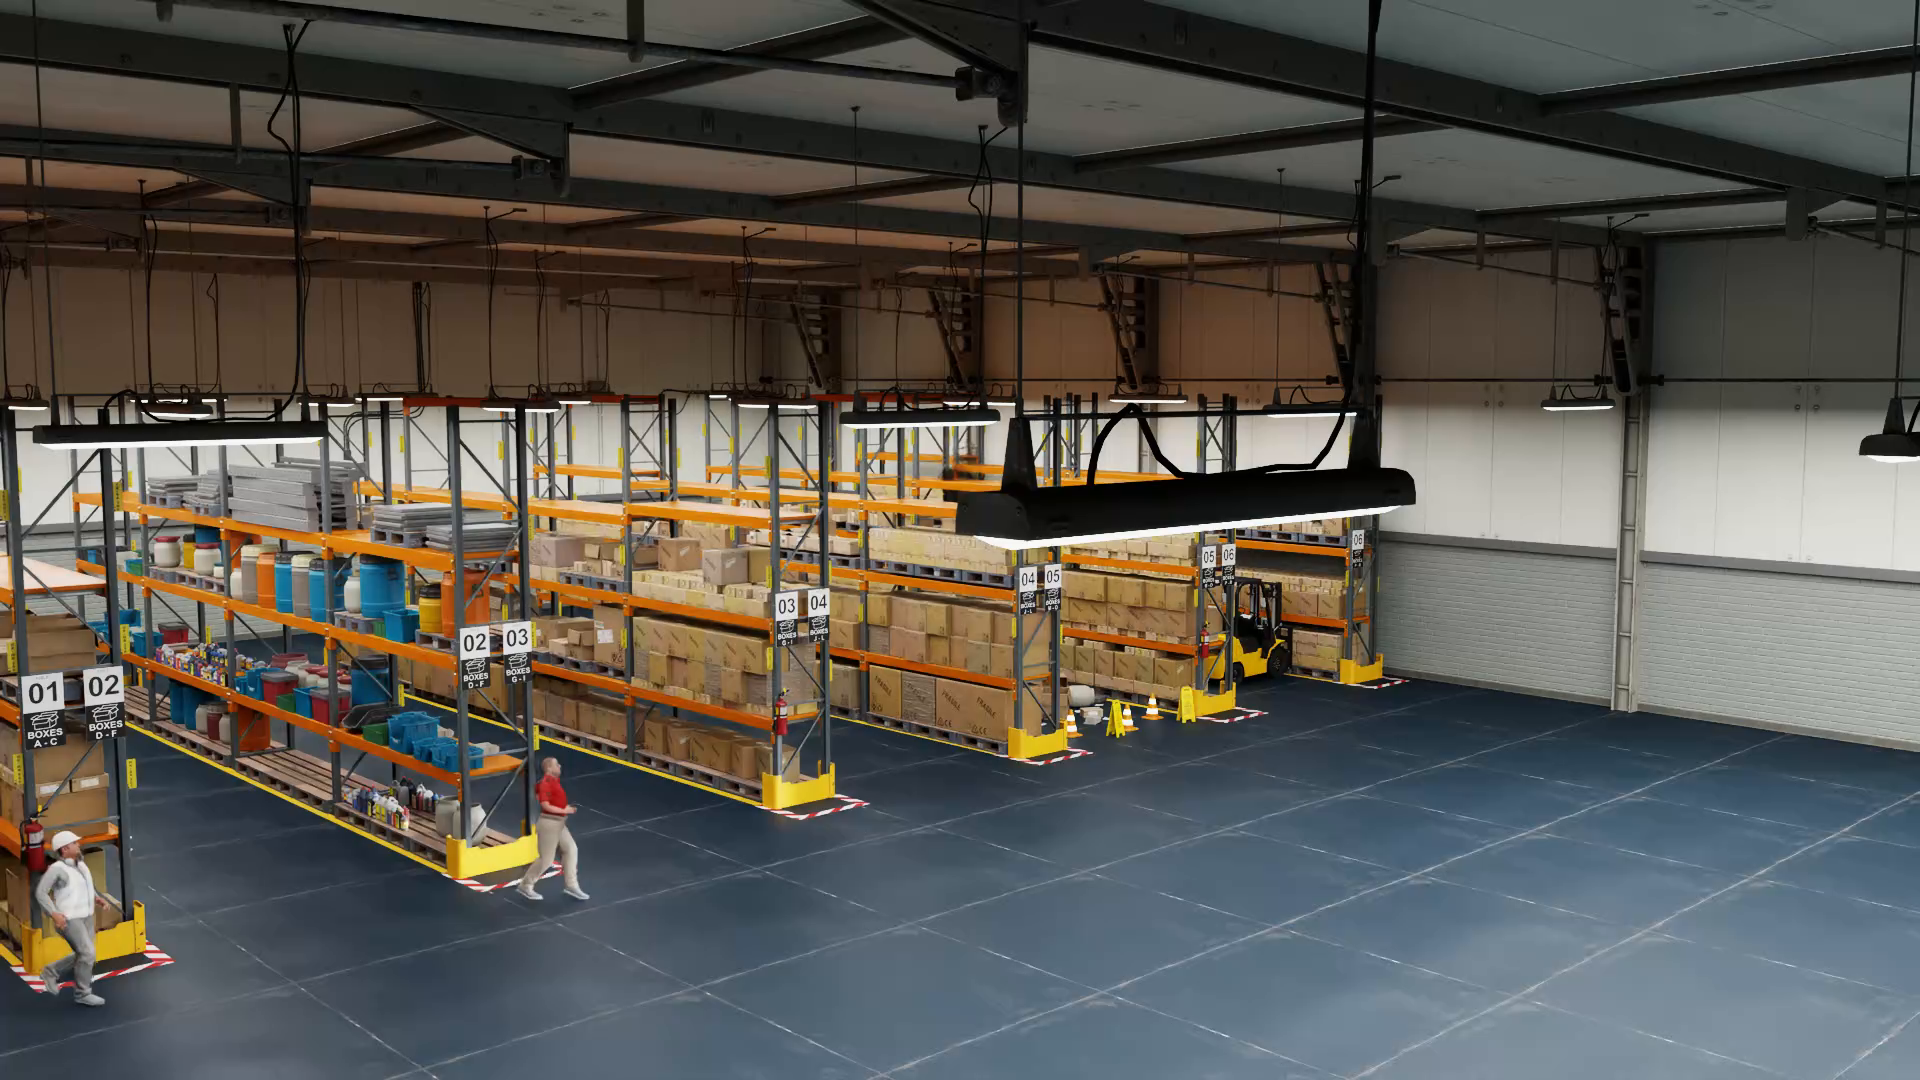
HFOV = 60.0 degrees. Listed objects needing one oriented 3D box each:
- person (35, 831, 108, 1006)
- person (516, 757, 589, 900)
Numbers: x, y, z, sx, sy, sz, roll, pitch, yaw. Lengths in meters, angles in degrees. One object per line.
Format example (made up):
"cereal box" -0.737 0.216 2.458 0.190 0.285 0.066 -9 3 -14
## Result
"person" -9.041 3.843 16.965 0.694 1.744 0.709 0 6 1
"person" -4.950 3.516 20.253 0.859 1.742 0.684 0 6 -2
